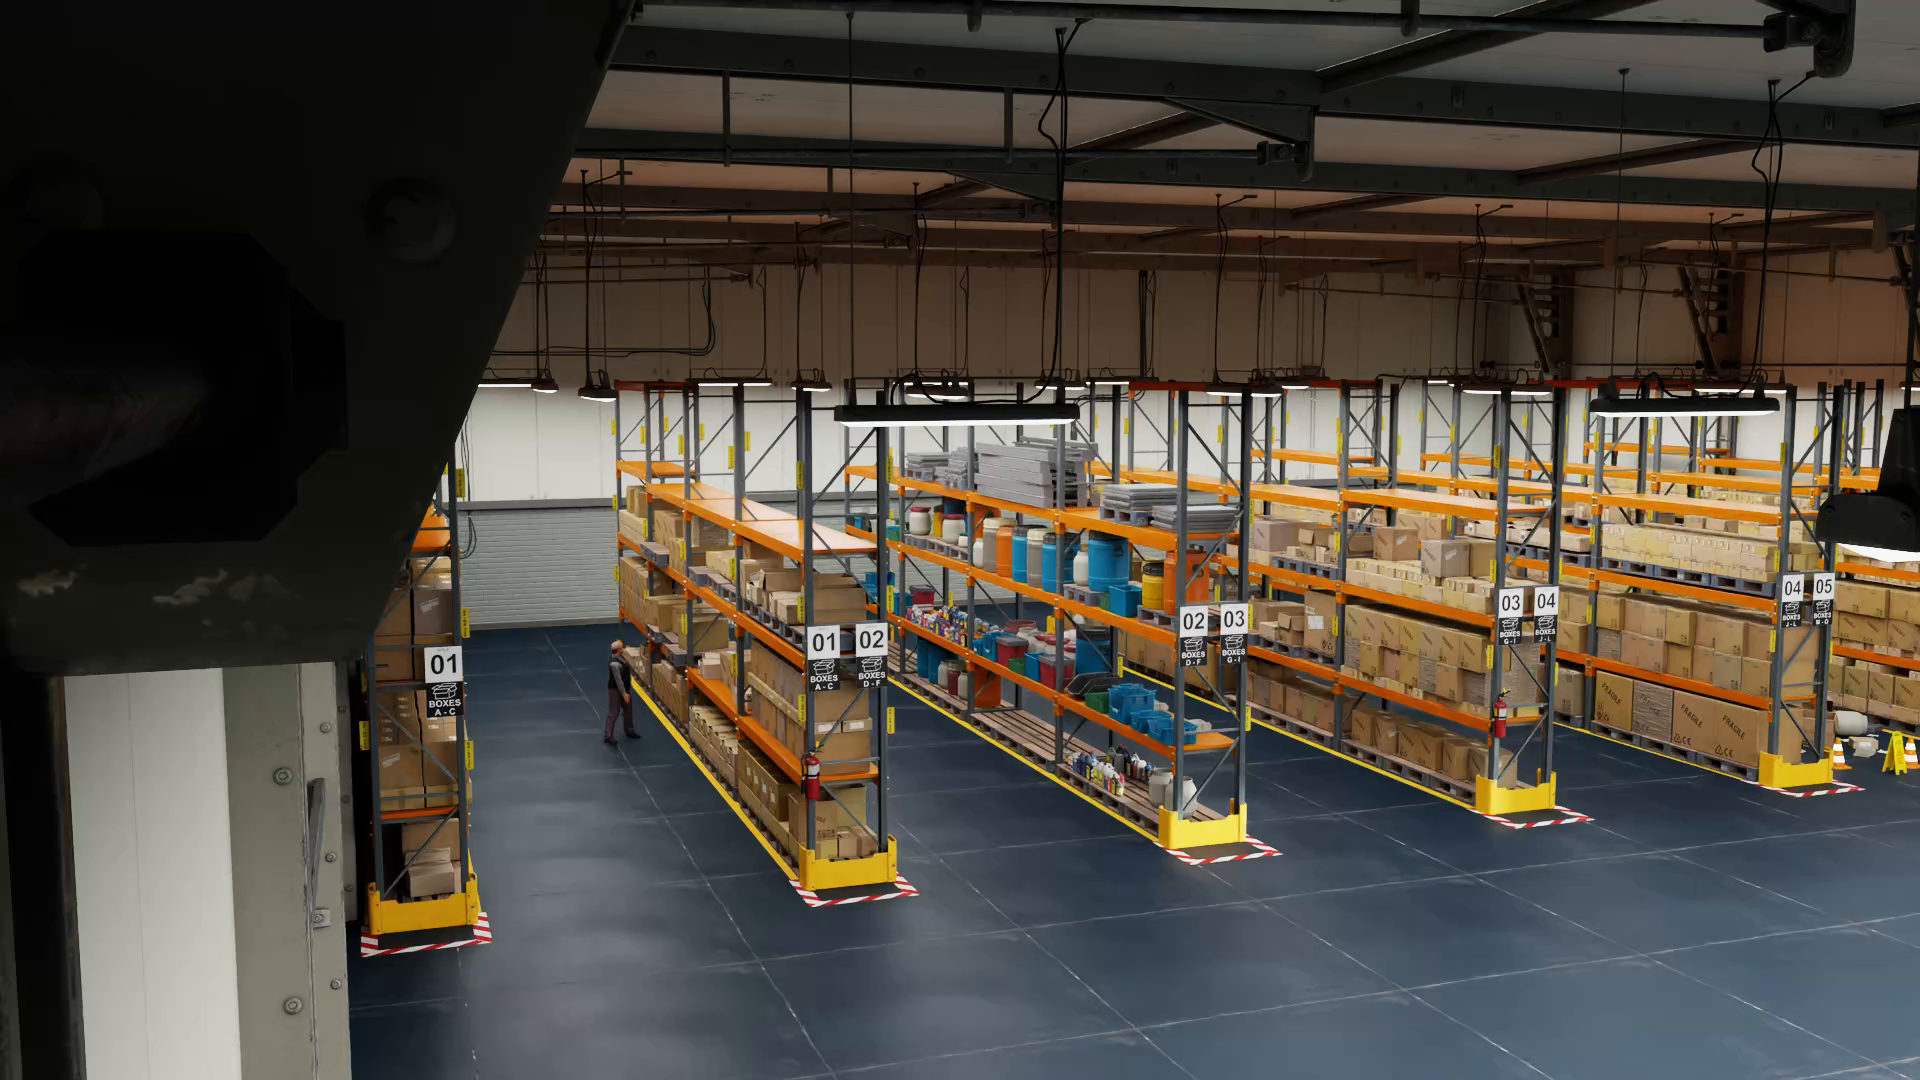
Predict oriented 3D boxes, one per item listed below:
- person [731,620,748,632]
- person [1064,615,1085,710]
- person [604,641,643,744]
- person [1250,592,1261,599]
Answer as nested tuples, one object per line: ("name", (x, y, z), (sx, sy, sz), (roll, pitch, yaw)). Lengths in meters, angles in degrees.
("person", (-5.111, 1.396, 39.206), (0.580, 1.567, 0.418), (0, 6, -3))
("person", (2.095, 2.229, 30.308), (0.536, 1.783, 0.501), (2, 7, 22))
("person", (-5.677, 2.546, 27.882), (0.547, 1.744, 0.657), (1, 6, 6))
("person", (5.967, 1.914, 34.064), (0.477, 1.671, 0.542), (4, 7, 31))
